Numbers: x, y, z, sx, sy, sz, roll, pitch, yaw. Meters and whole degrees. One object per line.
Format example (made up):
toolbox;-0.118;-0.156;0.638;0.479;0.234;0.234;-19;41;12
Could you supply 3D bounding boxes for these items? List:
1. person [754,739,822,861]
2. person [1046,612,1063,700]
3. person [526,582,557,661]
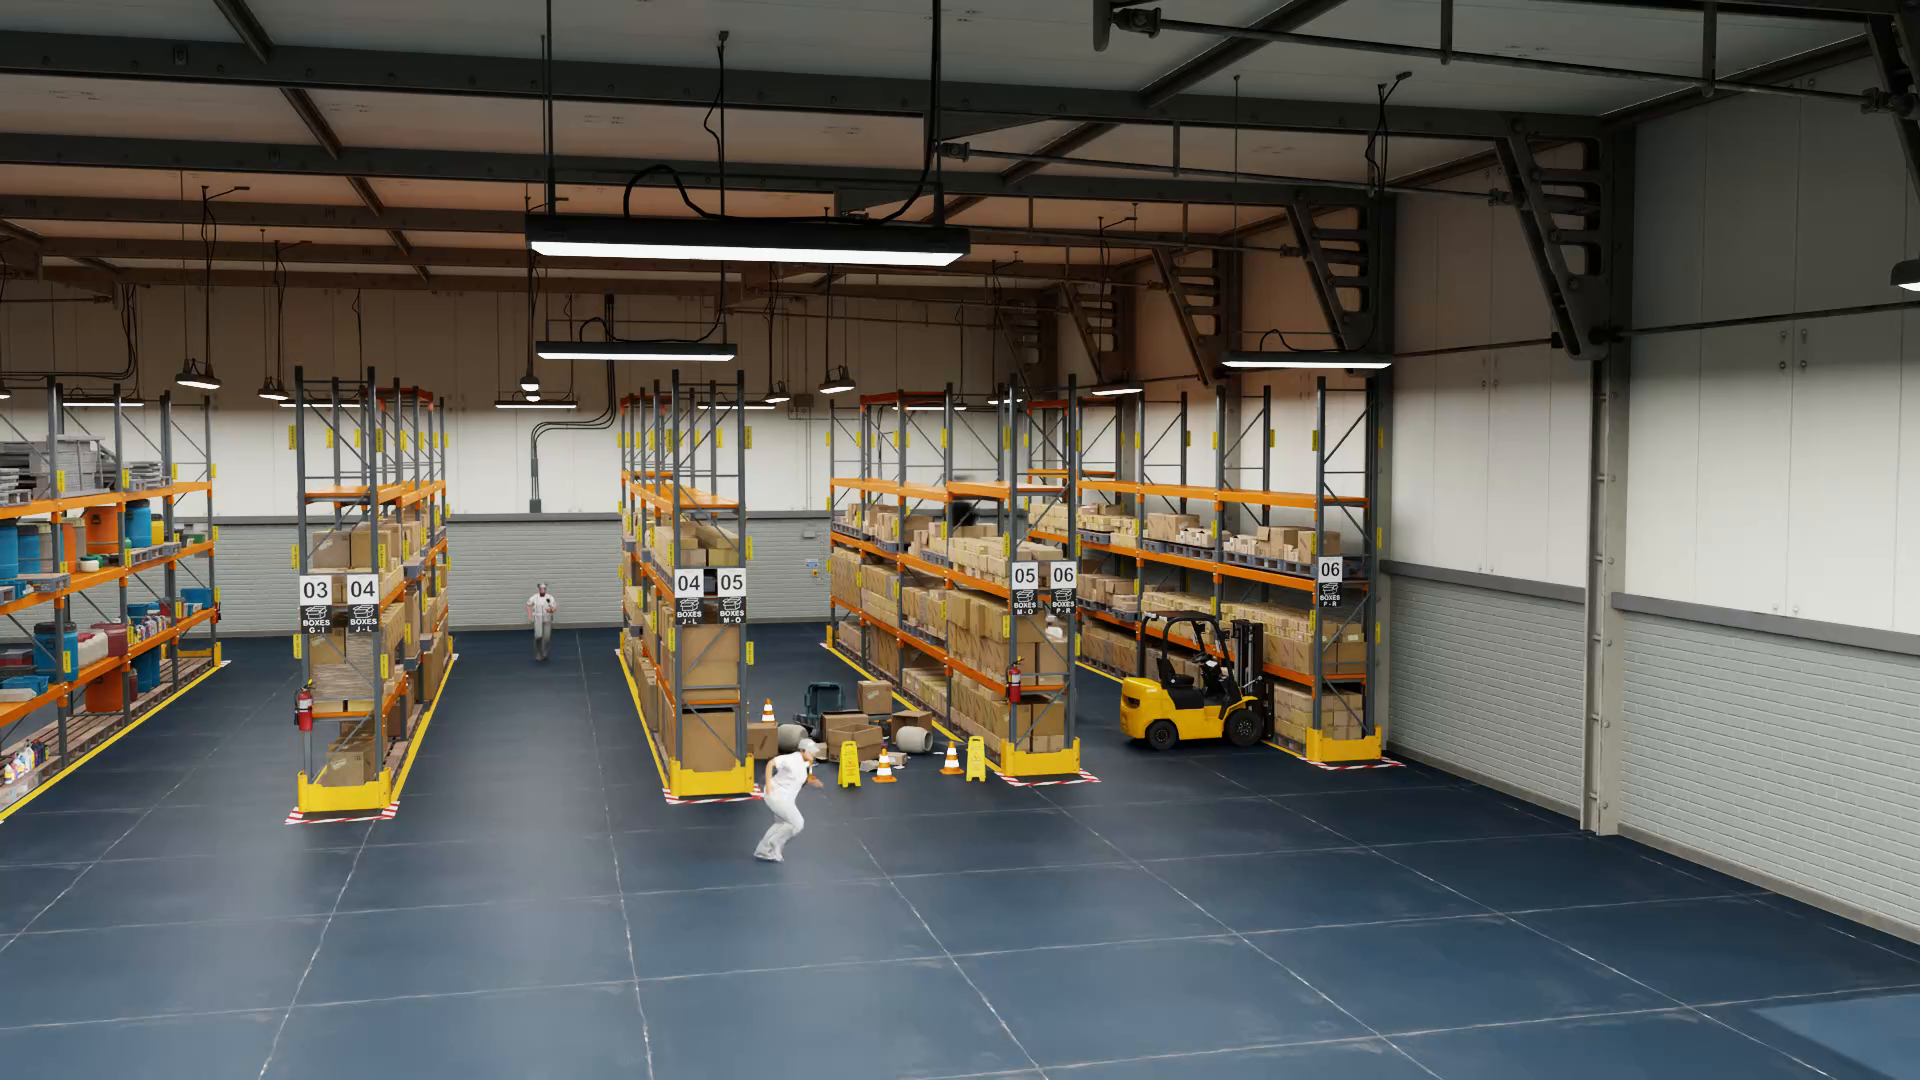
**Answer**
person;-2.061;3.075;19.629;0.887;1.496;0.639;1;4;20
person;1.624;2.250;31.291;0.657;1.804;0.728;-1;4;-17
person;-9.516;1.868;37.878;0.647;1.820;0.735;-1;4;-22
